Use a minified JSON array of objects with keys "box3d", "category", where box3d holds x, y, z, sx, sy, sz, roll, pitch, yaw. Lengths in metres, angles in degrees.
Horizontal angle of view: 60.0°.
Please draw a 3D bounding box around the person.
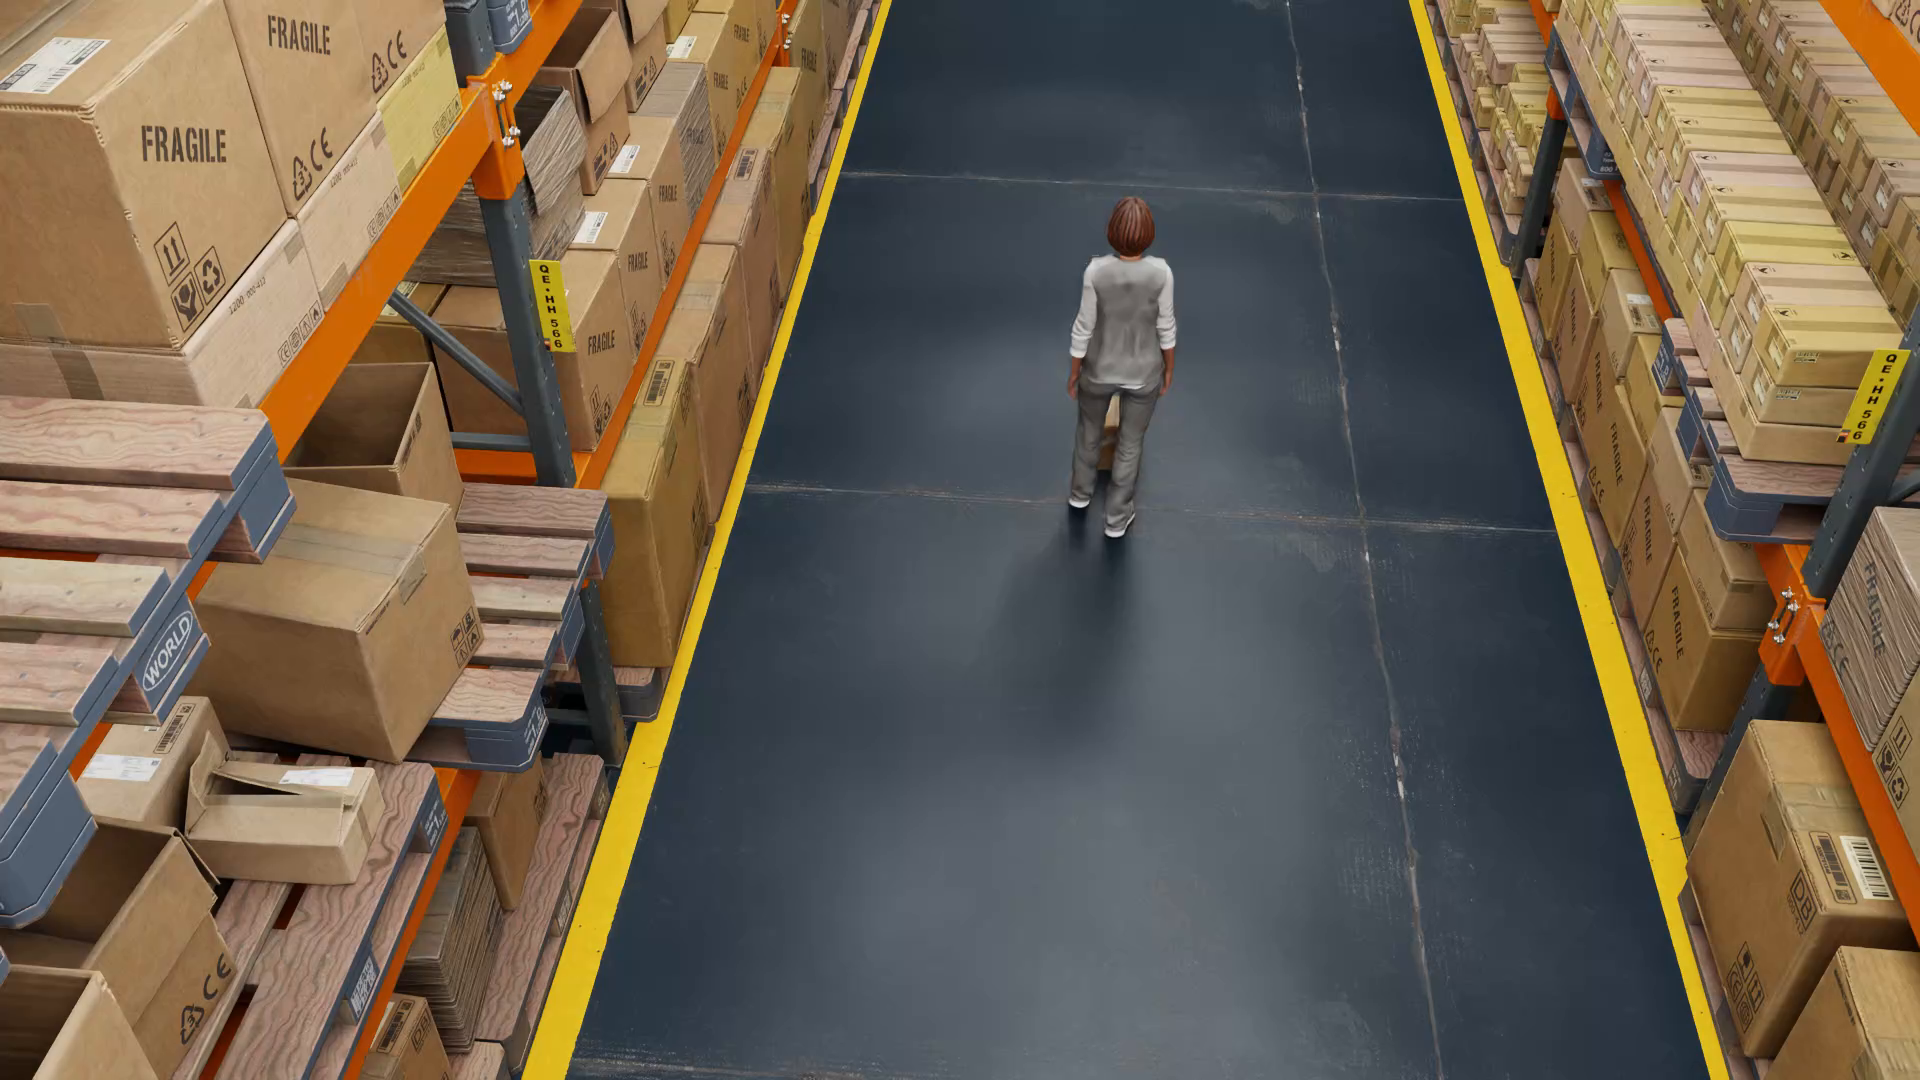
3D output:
[{"box3d":[0.668,-0.717,7.009,0.420,1.588,0.425,4,41,4],"category":"person"}]
